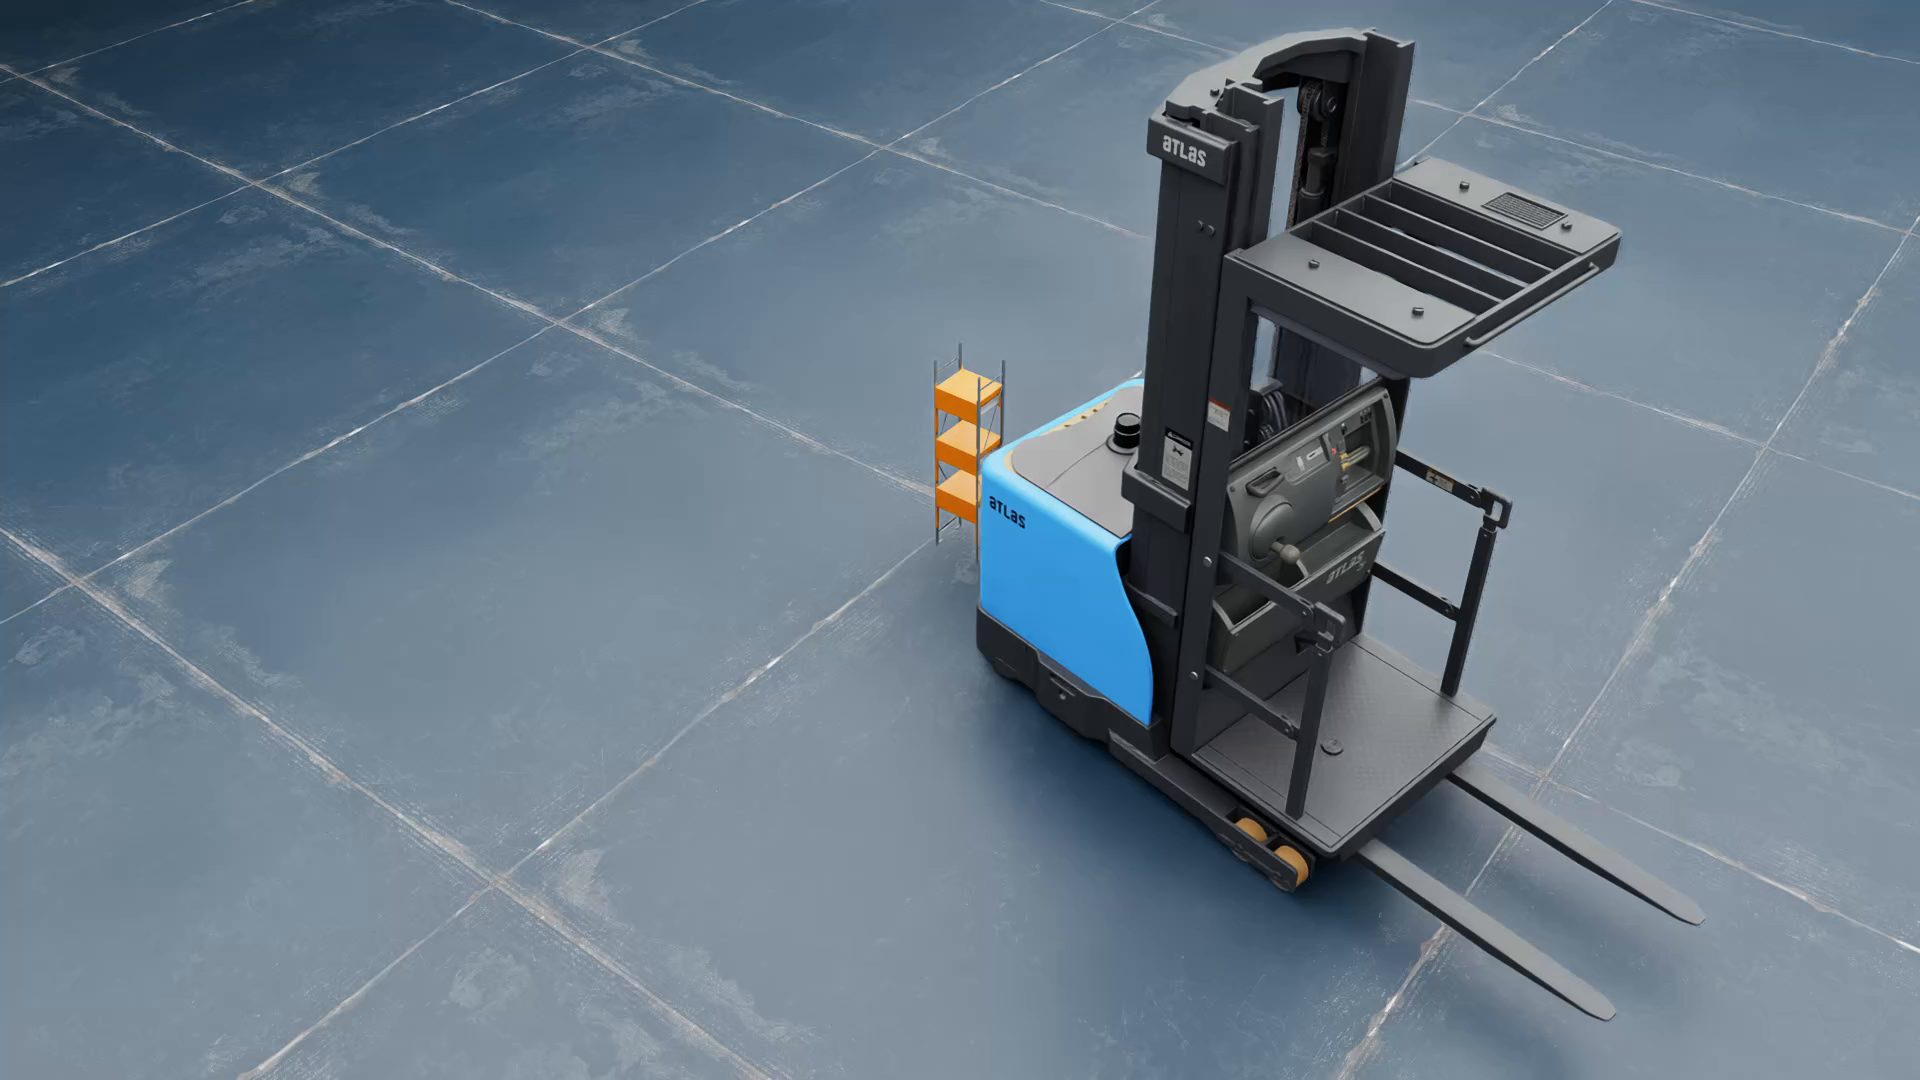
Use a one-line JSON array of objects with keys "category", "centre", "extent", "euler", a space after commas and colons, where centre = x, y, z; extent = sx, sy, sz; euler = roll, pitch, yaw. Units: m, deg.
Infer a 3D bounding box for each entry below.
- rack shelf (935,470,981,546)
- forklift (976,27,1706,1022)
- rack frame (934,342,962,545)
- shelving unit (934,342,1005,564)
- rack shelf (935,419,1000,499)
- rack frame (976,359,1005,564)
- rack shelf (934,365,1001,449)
[{"category": "rack shelf", "centre": [0.042, -0.166, 7.939], "extent": [0.240, 0.259, 0.215], "euler": [25, 45, 29]}, {"category": "forklift", "centre": [1.434, -0.169, 5.949], "extent": [1.130, 2.935, 3.031], "euler": [-29, 47, -32]}, {"category": "rack frame", "centre": [-0.054, -0.439, 7.820], "extent": [0.008, 1.050, 0.200], "euler": [25, 45, 29]}, {"category": "shelving unit", "centre": [0.042, -0.393, 7.762], "extent": [0.252, 1.050, 0.215], "euler": [25, 45, 29]}, {"category": "rack shelf", "centre": [0.042, -0.385, 7.768], "extent": [0.240, 0.259, 0.215], "euler": [25, 45, 29]}, {"category": "rack frame", "centre": [0.139, -0.348, 7.703], "extent": [0.008, 1.050, 0.200], "euler": [25, 45, 29]}, {"category": "rack shelf", "centre": [0.042, -0.608, 7.593], "extent": [0.240, 0.259, 0.215], "euler": [25, 45, 29]}]
